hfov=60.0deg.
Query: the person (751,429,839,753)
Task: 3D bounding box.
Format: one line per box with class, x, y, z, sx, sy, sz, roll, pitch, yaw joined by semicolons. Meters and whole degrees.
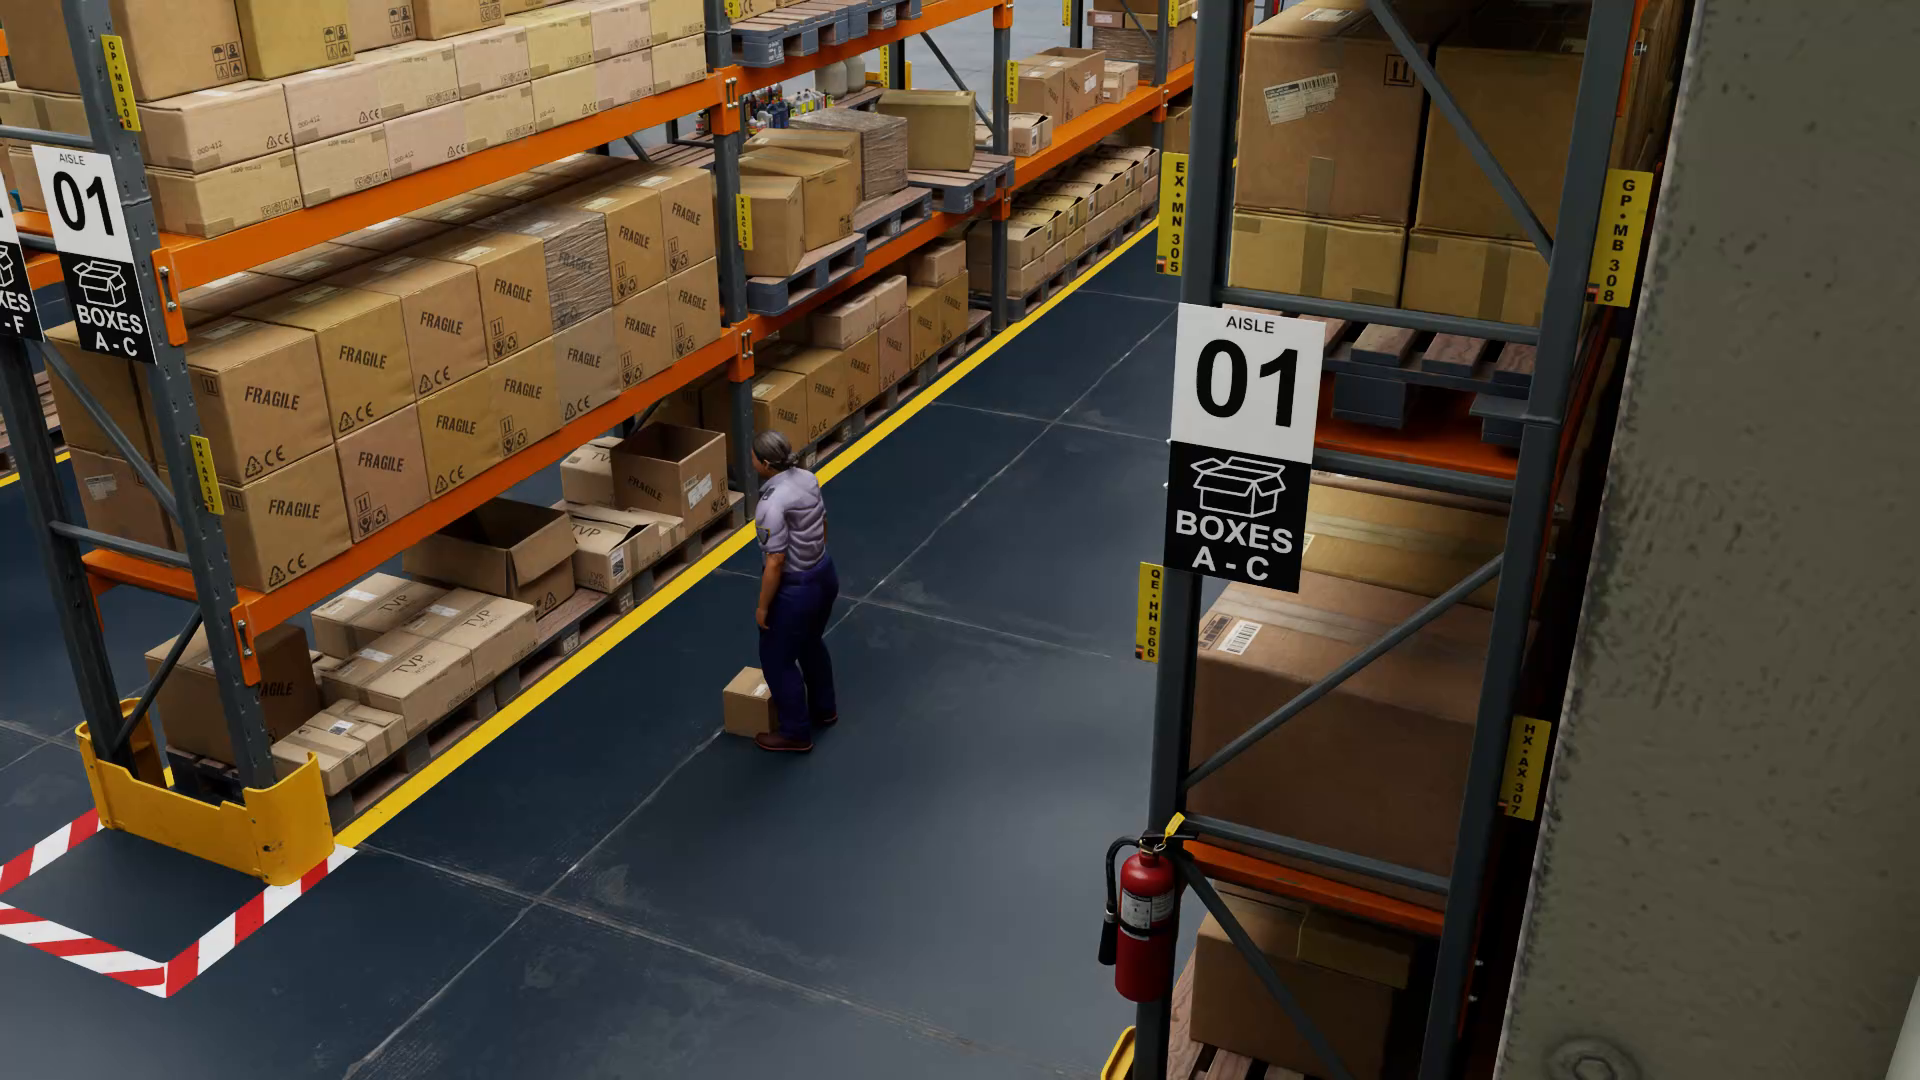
person;-0.800;0.237;8.009;0.368;1.652;0.541;11;29;22
